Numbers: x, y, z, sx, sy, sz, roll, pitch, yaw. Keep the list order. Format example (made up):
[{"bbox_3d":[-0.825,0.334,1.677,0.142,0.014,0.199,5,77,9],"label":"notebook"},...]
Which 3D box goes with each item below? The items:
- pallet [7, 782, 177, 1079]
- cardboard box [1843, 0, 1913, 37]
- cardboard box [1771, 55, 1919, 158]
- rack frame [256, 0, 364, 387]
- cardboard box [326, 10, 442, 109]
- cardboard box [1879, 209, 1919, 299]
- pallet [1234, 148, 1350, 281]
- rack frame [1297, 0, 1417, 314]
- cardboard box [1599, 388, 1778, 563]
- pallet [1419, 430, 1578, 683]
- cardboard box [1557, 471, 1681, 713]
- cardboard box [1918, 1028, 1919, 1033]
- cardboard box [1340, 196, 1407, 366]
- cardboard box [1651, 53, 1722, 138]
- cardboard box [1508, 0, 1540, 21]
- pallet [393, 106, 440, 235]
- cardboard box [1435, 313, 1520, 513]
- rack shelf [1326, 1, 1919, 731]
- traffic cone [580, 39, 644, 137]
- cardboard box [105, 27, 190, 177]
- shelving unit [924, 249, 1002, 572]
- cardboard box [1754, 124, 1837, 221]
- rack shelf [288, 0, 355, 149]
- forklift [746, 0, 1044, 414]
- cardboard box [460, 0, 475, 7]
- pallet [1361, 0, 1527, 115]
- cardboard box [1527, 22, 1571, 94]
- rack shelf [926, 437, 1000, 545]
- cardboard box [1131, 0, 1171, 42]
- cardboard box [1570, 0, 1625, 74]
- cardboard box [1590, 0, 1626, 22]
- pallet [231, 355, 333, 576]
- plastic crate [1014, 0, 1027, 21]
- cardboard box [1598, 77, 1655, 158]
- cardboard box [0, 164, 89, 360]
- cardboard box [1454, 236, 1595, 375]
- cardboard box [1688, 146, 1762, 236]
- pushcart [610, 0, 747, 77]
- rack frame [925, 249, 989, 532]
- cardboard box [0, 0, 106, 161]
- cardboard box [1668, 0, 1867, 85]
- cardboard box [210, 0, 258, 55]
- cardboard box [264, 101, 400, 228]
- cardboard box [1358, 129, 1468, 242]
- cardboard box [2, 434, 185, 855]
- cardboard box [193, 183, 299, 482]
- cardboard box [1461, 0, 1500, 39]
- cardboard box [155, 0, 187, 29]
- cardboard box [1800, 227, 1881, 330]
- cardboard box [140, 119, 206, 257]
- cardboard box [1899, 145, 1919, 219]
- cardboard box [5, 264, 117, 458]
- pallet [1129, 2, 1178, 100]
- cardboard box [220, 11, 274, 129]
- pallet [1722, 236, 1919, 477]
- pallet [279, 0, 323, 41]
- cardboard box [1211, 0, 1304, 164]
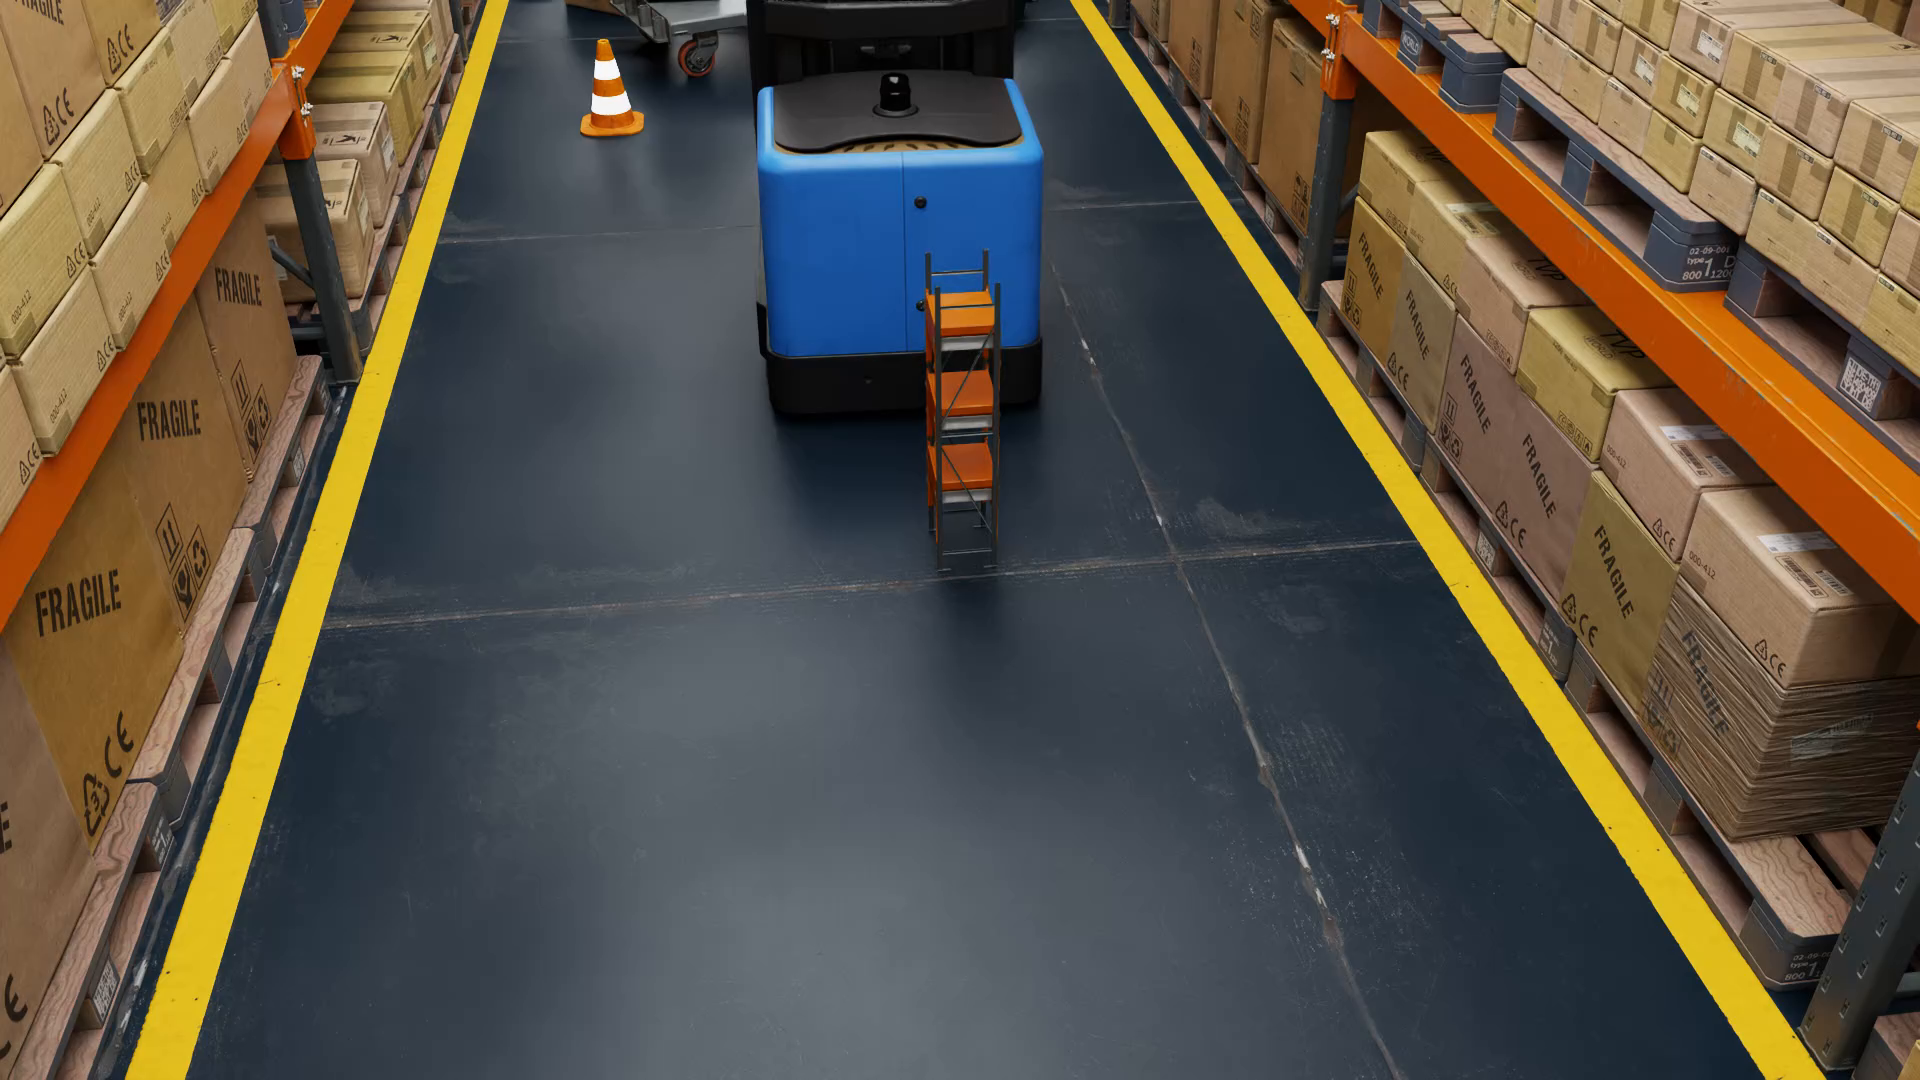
[{"bbox_3d":[-2.551,1.102,3.945,1.003,0.211,1.213,-4,35,-6],"label":"pallet"},{"bbox_3d":[2.707,-1.498,4.607,0.380,0.149,0.250,-3,34,-5],"label":"cardboard box"},{"bbox_3d":[2.166,-1.022,3.908,0.380,0.149,0.250,-4,35,-7],"label":"cardboard box"},{"bbox_3d":[-2.911,-1.857,5.812,1.000,3.000,0.127,-4,35,-6],"label":"rack frame"},{"bbox_3d":[-3.276,-2.484,8.691,0.950,0.372,0.625,-2,34,-3],"label":"cardboard box"},{"bbox_3d":[2.233,-0.603,3.557,0.380,0.149,0.250,-4,34,-6],"label":"cardboard box"},{"bbox_3d":[1.949,-1.582,7.884,1.003,0.211,1.213,-4,35,-6],"label":"pallet"},{"bbox_3d":[1.981,-2.289,6.445,1.000,3.000,0.127,-4,35,-6],"label":"rack frame"},{"bbox_3d":[2.112,-0.191,4.548,0.500,0.250,0.500,-3,34,-4],"label":"cardboard box"},{"bbox_3d":[2.245,-0.021,5.593,1.003,0.211,1.213,-4,35,-6],"label":"pallet"},{"bbox_3d":[2.101,0.123,4.753,0.500,0.500,0.500,-5,35,-8],"label":"cardboard box"},{"bbox_3d":[2.250,1.052,3.438,0.380,0.149,0.250,-3,34,-4],"label":"cardboard box"},{"bbox_3d":[1.823,-1.015,6.423,0.500,0.500,0.500,-6,35,-8],"label":"cardboard box"},{"bbox_3d":[2.089,-1.191,4.421,0.380,0.149,0.250,-4,35,-6],"label":"cardboard box"},{"bbox_3d":[1.959,-1.756,5.249,0.380,0.149,0.250,-4,35,-6],"label":"cardboard box"},{"bbox_3d":[-3.175,-1.820,8.234,1.003,0.211,1.213,-4,35,-6],"label":"pallet"},{"bbox_3d":[1.968,-0.449,5.592,0.500,0.500,0.500,-5,35,-8],"label":"cardboard box"},{"bbox_3d":[2.250,-0.875,5.009,1.077,0.370,4.000,-4,35,-6],"label":"rack shelf"},{"bbox_3d":[-1.895,-2.455,8.942,0.336,0.463,0.334,-4,35,-6],"label":"traffic cone"},{"bbox_3d":[-2.432,-1.181,4.508,0.500,0.250,0.500,-5,35,-8],"label":"cardboard box"},{"bbox_3d":[0.007,-0.404,5.411,0.215,1.050,0.252,-4,35,-6],"label":"shelving unit"},{"bbox_3d":[2.161,-0.894,3.984,0.380,0.149,0.250,-5,35,-8],"label":"cardboard box"},{"bbox_3d":[-3.180,-2.676,7.652,1.077,0.370,4.000,-4,35,-6],"label":"rack shelf"},{"bbox_3d":[-0.347,-2.502,6.818,1.130,2.935,3.031,-3,34,-5],"label":"forklift"},{"bbox_3d":[-3.260,-3.476,10.256,0.500,0.250,0.500,-6,35,-9],"label":"cardboard box"},{"bbox_3d":[2.182,-1.820,5.927,1.213,0.211,1.003,-4,35,-6],"label":"pallet"},{"bbox_3d":[1.990,-1.494,5.129,0.380,0.149,0.250,-3,34,-5],"label":"cardboard box"},{"bbox_3d":[0.007,-0.166,5.573,0.215,0.259,0.240,-4,35,-6],"label":"rack shelf"},{"bbox_3d":[1.615,-3.425,9.737,1.050,0.750,0.750,-5,35,-7],"label":"cardboard box"},{"bbox_3d":[2.021,-1.478,4.841,0.380,0.149,0.250,-5,35,-7],"label":"cardboard box"},{"bbox_3d":[2.029,-1.598,4.754,0.380,0.149,0.250,-3,34,-5],"label":"cardboard box"},{"bbox_3d":[-2.879,-0.259,5.943,1.003,0.211,1.213,-4,35,-6],"label":"pallet"},{"bbox_3d":[0.121,-3.380,10.492,0.450,0.188,0.662,21,39,12],"label":"plastic crate"},{"bbox_3d":[2.055,-1.208,4.710,0.380,0.149,0.250,-5,35,-8],"label":"cardboard box"},{"bbox_3d":[-2.292,-0.609,3.669,0.500,0.250,0.500,-4,34,-6],"label":"cardboard box"},{"bbox_3d":[1.956,-0.776,5.406,0.500,0.250,0.500,-4,34,-6],"label":"cardboard box"},{"bbox_3d":[2.126,-0.912,4.274,0.380,0.149,0.250,-6,35,-8],"label":"cardboard box"},{"bbox_3d":[-1.196,-3.206,10.120,1.648,0.377,0.936,-16,38,-23],"label":"pushcart"},{"bbox_3d":[-0.009,-0.472,5.510,0.200,1.050,0.008,-4,35,-6],"label":"rack frame"},{"bbox_3d":[-2.384,-1.197,3.866,0.500,0.500,0.500,-5,35,-7],"label":"cardboard box"},{"bbox_3d":[2.097,-1.309,4.328,0.380,0.149,0.250,-6,35,-9],"label":"cardboard box"},{"bbox_3d":[-2.594,-1.751,5.345,0.500,0.250,0.500,-4,35,-7],"label":"cardboard box"},{"bbox_3d":[-3.084,-1.672,7.501,0.950,0.372,0.625,-5,35,-7],"label":"cardboard box"},{"bbox_3d":[1.834,-1.336,6.228,0.500,0.250,0.500,-6,35,-9],"label":"cardboard box"},{"bbox_3d":[-2.665,0.236,4.254,0.875,0.875,0.875,-3,34,-5],"label":"cardboard box"},{"bbox_3d":[-2.900,-0.761,5.717,0.875,0.875,0.875,-5,35,-7],"label":"cardboard box"},{"bbox_3d":[1.914,-1.793,5.568,0.380,0.149,0.250,-3,34,-4],"label":"cardboard box"},{"bbox_3d":[-2.505,-1.757,4.688,0.500,0.500,0.500,-4,34,-6],"label":"cardboard box"},{"bbox_3d":[2.202,-0.617,3.842,0.380,0.149,0.250,-4,35,-7],"label":"cardboard box"},{"bbox_3d":[-2.449,-0.967,4.638,0.500,0.250,0.500,-5,35,-7],"label":"cardboard box"},{"bbox_3d":[2.234,-0.731,3.481,0.380,0.149,0.250,-5,35,-8],"label":"cardboard box"},{"bbox_3d":[-2.295,-0.405,3.813,0.500,0.250,0.500,-5,35,-7],"label":"cardboard box"},{"bbox_3d":[1.621,-2.944,9.882,1.003,0.211,1.213,-4,35,-6],"label":"pallet"},{"bbox_3d":[-2.585,-1.533,5.469,0.500,0.250,0.500,-6,35,-8],"label":"cardboard box"},{"bbox_3d":[2.560,-0.415,3.865,1.003,0.211,1.213,-4,35,-6],"label":"pallet"},{"bbox_3d":[-3.112,-2.168,6.437,1.213,0.211,1.003,-4,35,-6],"label":"pallet"},{"bbox_3d":[1.867,-2.367,8.184,1.050,0.750,0.750,-4,34,-6],"label":"cardboard box"}]
